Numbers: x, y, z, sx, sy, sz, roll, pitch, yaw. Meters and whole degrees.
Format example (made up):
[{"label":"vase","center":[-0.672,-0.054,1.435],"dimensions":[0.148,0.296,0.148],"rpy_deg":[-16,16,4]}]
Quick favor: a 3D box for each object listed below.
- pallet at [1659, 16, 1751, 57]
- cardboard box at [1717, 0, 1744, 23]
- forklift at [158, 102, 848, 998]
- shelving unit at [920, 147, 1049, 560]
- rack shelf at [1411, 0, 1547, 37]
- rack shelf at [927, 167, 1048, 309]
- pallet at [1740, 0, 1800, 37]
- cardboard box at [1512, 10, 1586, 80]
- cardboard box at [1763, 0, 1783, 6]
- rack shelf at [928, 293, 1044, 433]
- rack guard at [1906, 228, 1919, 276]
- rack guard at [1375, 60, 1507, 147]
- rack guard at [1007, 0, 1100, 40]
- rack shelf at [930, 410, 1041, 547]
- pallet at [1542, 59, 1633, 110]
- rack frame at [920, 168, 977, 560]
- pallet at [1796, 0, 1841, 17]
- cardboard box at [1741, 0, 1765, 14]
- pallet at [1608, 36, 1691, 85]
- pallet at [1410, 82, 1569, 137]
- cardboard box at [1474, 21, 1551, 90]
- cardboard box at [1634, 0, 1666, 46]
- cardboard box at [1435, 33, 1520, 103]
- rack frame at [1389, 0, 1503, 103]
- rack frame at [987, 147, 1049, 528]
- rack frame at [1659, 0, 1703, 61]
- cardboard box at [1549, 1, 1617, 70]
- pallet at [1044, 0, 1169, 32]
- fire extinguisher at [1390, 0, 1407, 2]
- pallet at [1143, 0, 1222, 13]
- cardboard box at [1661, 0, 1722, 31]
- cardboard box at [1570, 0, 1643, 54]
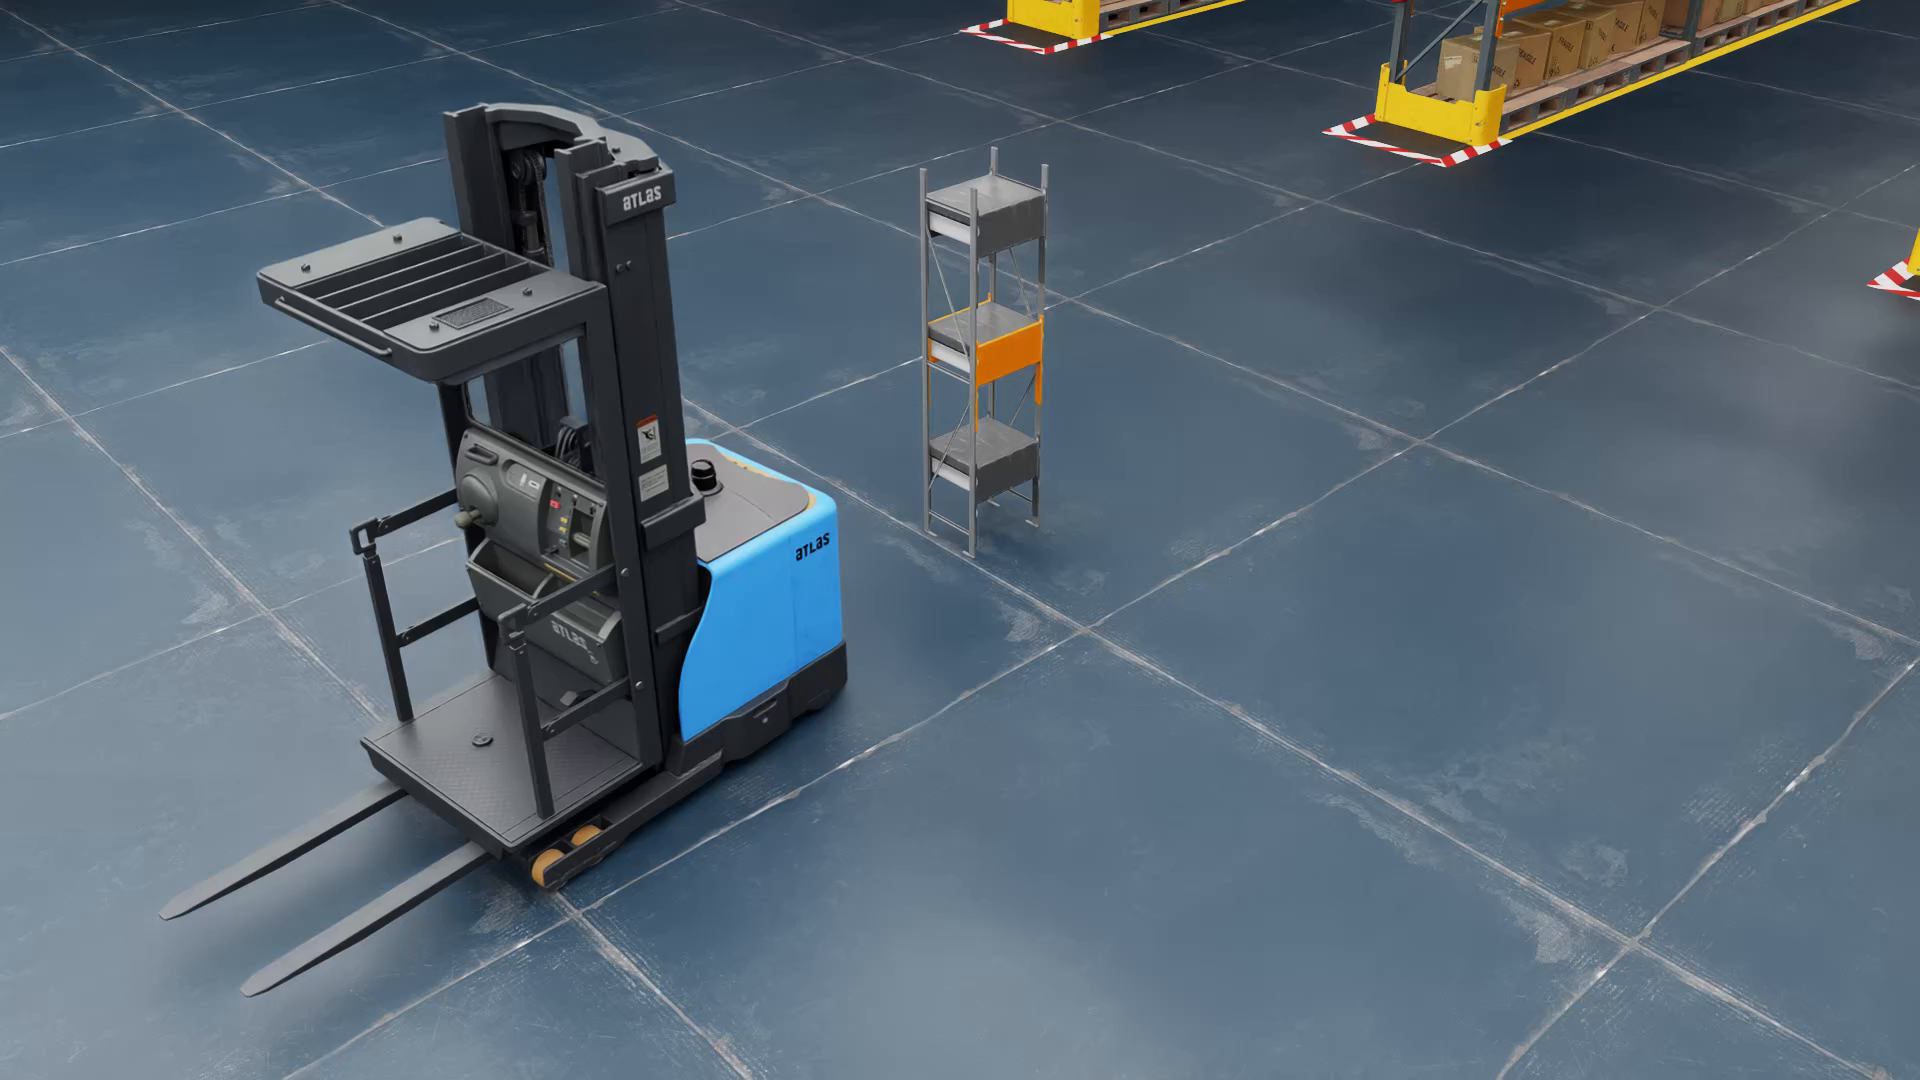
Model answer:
[{"label":"pallet","center":[7.882,-5.599,18.203],"dimensions":[1.213,0.211,1.003],"rpy_deg":[-26,40,-35]},{"label":"cardboard box","center":[8.139,-6.004,18.168],"dimensions":[0.500,0.500,0.700],"rpy_deg":[-26,40,-36]},{"label":"forklift","center":[-1.880,-0.100,6.604],"dimensions":[1.130,2.935,3.031],"rpy_deg":[24,39,34]},{"label":"shelving unit","center":[0.121,-0.955,8.798],"dimensions":[0.503,2.100,0.431],"rpy_deg":[-26,40,-35]},{"label":"rack shelf","center":[5.845,-5.495,16.051],"dimensions":[4.000,0.370,1.077],"rpy_deg":[-26,40,-35]},{"label":"rack shelf","center":[0.121,-1.540,8.440],"dimensions":[0.480,0.518,0.431],"rpy_deg":[-26,40,-35]},{"label":"pallet","center":[8.777,-6.033,18.915],"dimensions":[1.213,0.211,1.003],"rpy_deg":[-26,40,-35]},{"label":"cardboard box","center":[5.735,-4.860,16.317],"dimensions":[0.500,0.500,0.500],"rpy_deg":[-22,38,-31]},{"label":"cardboard box","center":[8.958,-6.401,18.817],"dimensions":[0.500,0.500,0.700],"rpy_deg":[-22,38,-32]},{"label":"rack shelf","center":[0.121,-0.943,8.805],"dimensions":[0.480,0.518,0.431],"rpy_deg":[-26,40,-35]},{"label":"rack guard","center":[7.659,-2.084,12.180],"dimensions":[0.348,0.500,1.175],"rpy_deg":[-26,40,-35]},{"label":"rack guard","center":[4.434,-4.053,15.399],"dimensions":[0.348,0.500,1.175],"rpy_deg":[-26,40,-35]},{"label":"rack guard","center":[1.035,-5.966,18.527],"dimensions":[0.348,0.500,1.175],"rpy_deg":[-26,40,-35]},{"label":"rack shelf","center":[0.121,-0.346,9.171],"dimensions":[0.480,0.518,0.431],"rpy_deg":[-26,40,-35]},{"label":"pallet","center":[5.948,-4.635,16.628],"dimensions":[1.213,0.211,1.003],"rpy_deg":[-26,40,-35]},{"label":"rack frame","center":[-0.058,-0.868,8.657],"dimensions":[0.015,2.100,0.400],"rpy_deg":[-26,40,-35]},{"label":"pallet","center":[9.671,-6.464,19.619],"dimensions":[1.213,0.211,1.003],"rpy_deg":[-26,40,-35]},{"label":"cardboard box","center":[8.549,-6.203,18.493],"dimensions":[0.700,0.500,0.500],"rpy_deg":[25,40,35]},{"label":"pallet","center":[6.843,-5.070,17.339],"dimensions":[1.213,0.211,1.003],"rpy_deg":[-26,40,-35]},{"label":"pallet","center":[5.054,-4.205,15.924],"dimensions":[1.213,0.211,1.003],"rpy_deg":[-26,40,-35]},{"label":"cardboard box","center":[5.263,-4.646,15.966],"dimensions":[0.500,0.500,0.500],"rpy_deg":[-15,35,-23]},{"label":"cardboard box","center":[6.991,-5.498,17.359],"dimensions":[0.500,0.500,0.500],"rpy_deg":[-27,41,-37]},{"label":"cardboard box","center":[4.848,-4.420,15.597],"dimensions":[0.500,0.500,0.500],"rpy_deg":[-18,36,-27]},{"label":"rack frame","center":[4.379,-5.093,14.703],"dimensions":[0.127,3.000,1.000],"rpy_deg":[-26,40,-35]},{"label":"rack frame","center":[0.300,-1.041,8.940],"dimensions":[0.015,2.100,0.400],"rpy_deg":[-26,40,-35]},{"label":"rack frame","center":[7.312,-6.511,17.023],"dimensions":[0.127,3.000,1.000],"rpy_deg":[-26,40,-35]},{"label":"cardboard box","center":[6.175,-5.041,16.613],"dimensions":[0.500,0.500,0.500],"rpy_deg":[25,39,35]},{"label":"pallet","center":[1.634,-6.129,19.070],"dimensions":[1.213,0.211,1.003],"rpy_deg":[-26,40,-35]},{"label":"fire extinguisher","center":[3.981,-5.195,14.945],"dimensions":[0.183,0.674,0.296],"rpy_deg":[-26,40,-35]},{"label":"pallet","center":[2.528,-6.559,19.775],"dimensions":[1.213,0.211,1.003],"rpy_deg":[-26,40,-35]},{"label":"cardboard box","center":[7.777,-5.842,17.903],"dimensions":[0.700,0.500,0.500],"rpy_deg":[26,40,35]},{"label":"cardboard box","center":[6.576,-5.292,17.022],"dimensions":[0.500,0.500,0.500],"rpy_deg":[-13,34,-21]}]
